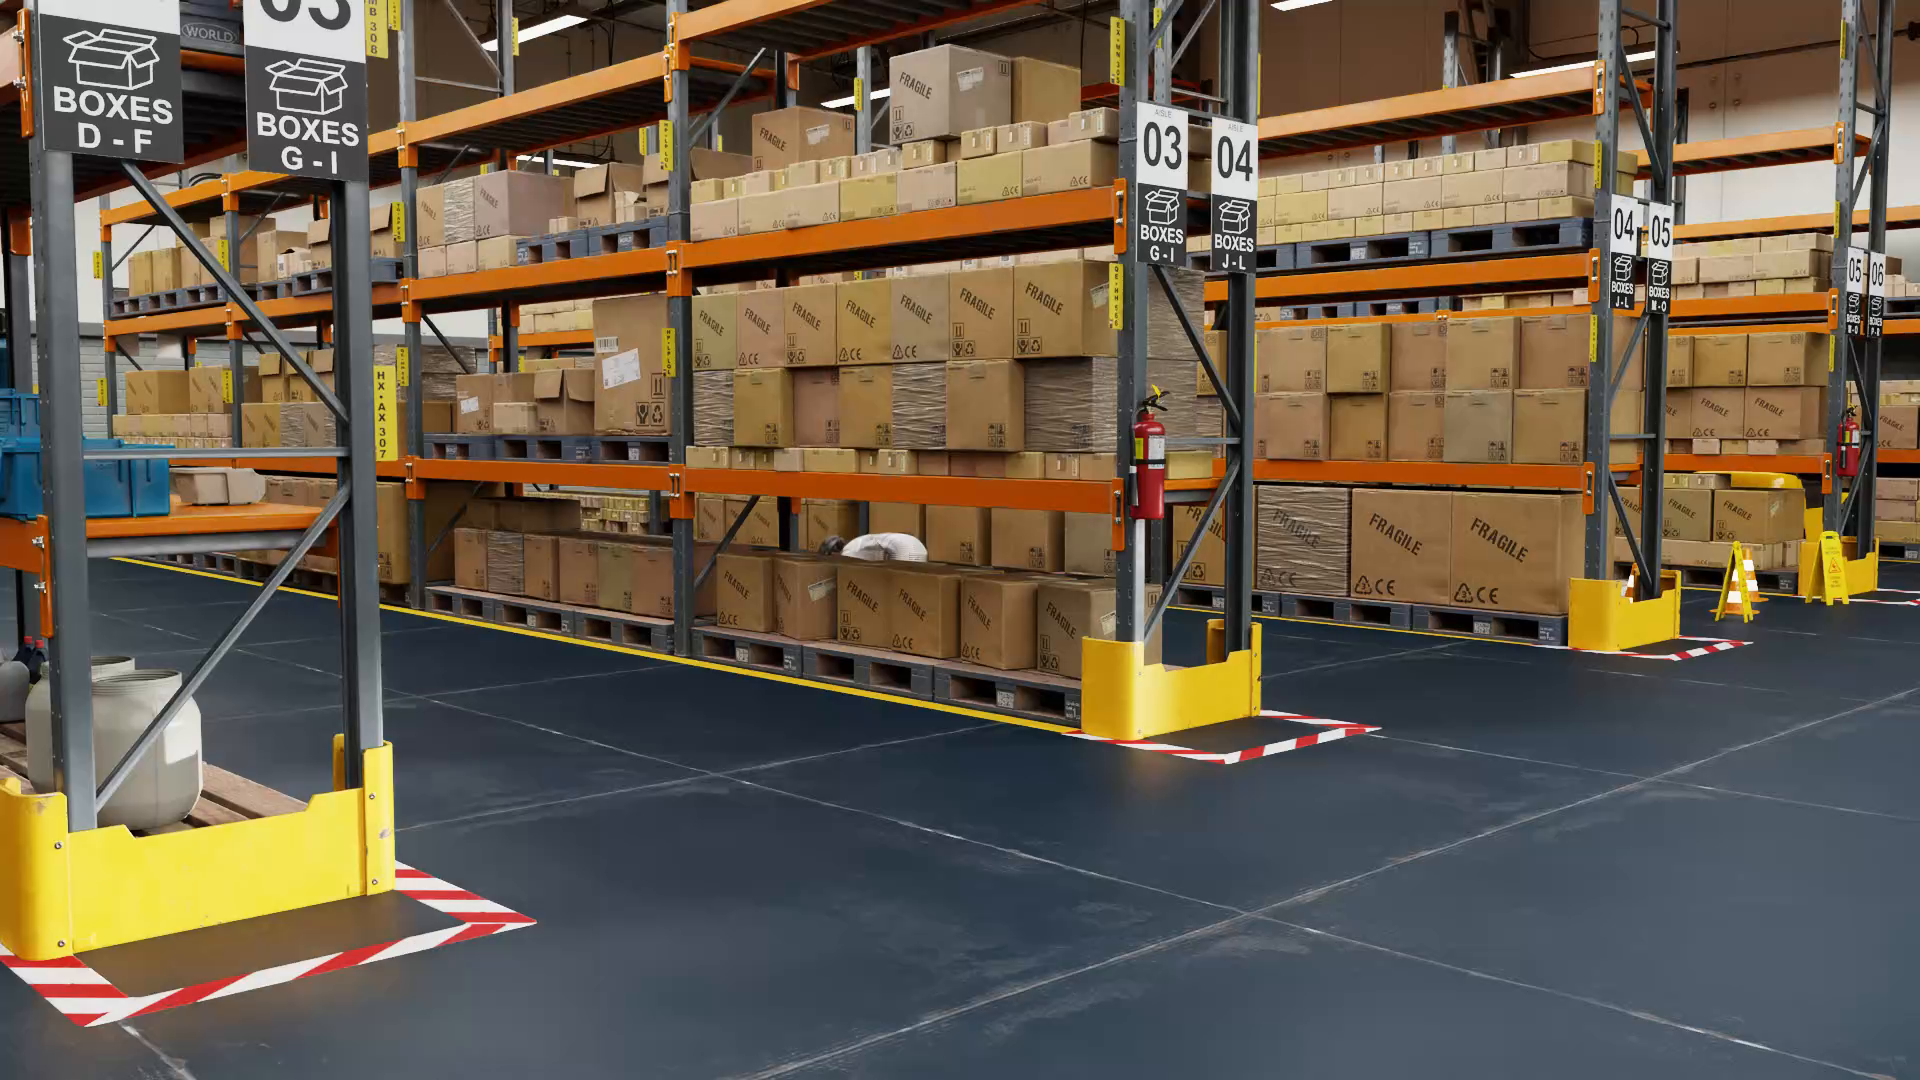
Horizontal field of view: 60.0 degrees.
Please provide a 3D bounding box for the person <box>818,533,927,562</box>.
[{"bbox_3d":[-0.696,0.331,12.914,0.912,0.771,0.462,2,5,31],"label":"person"}]
